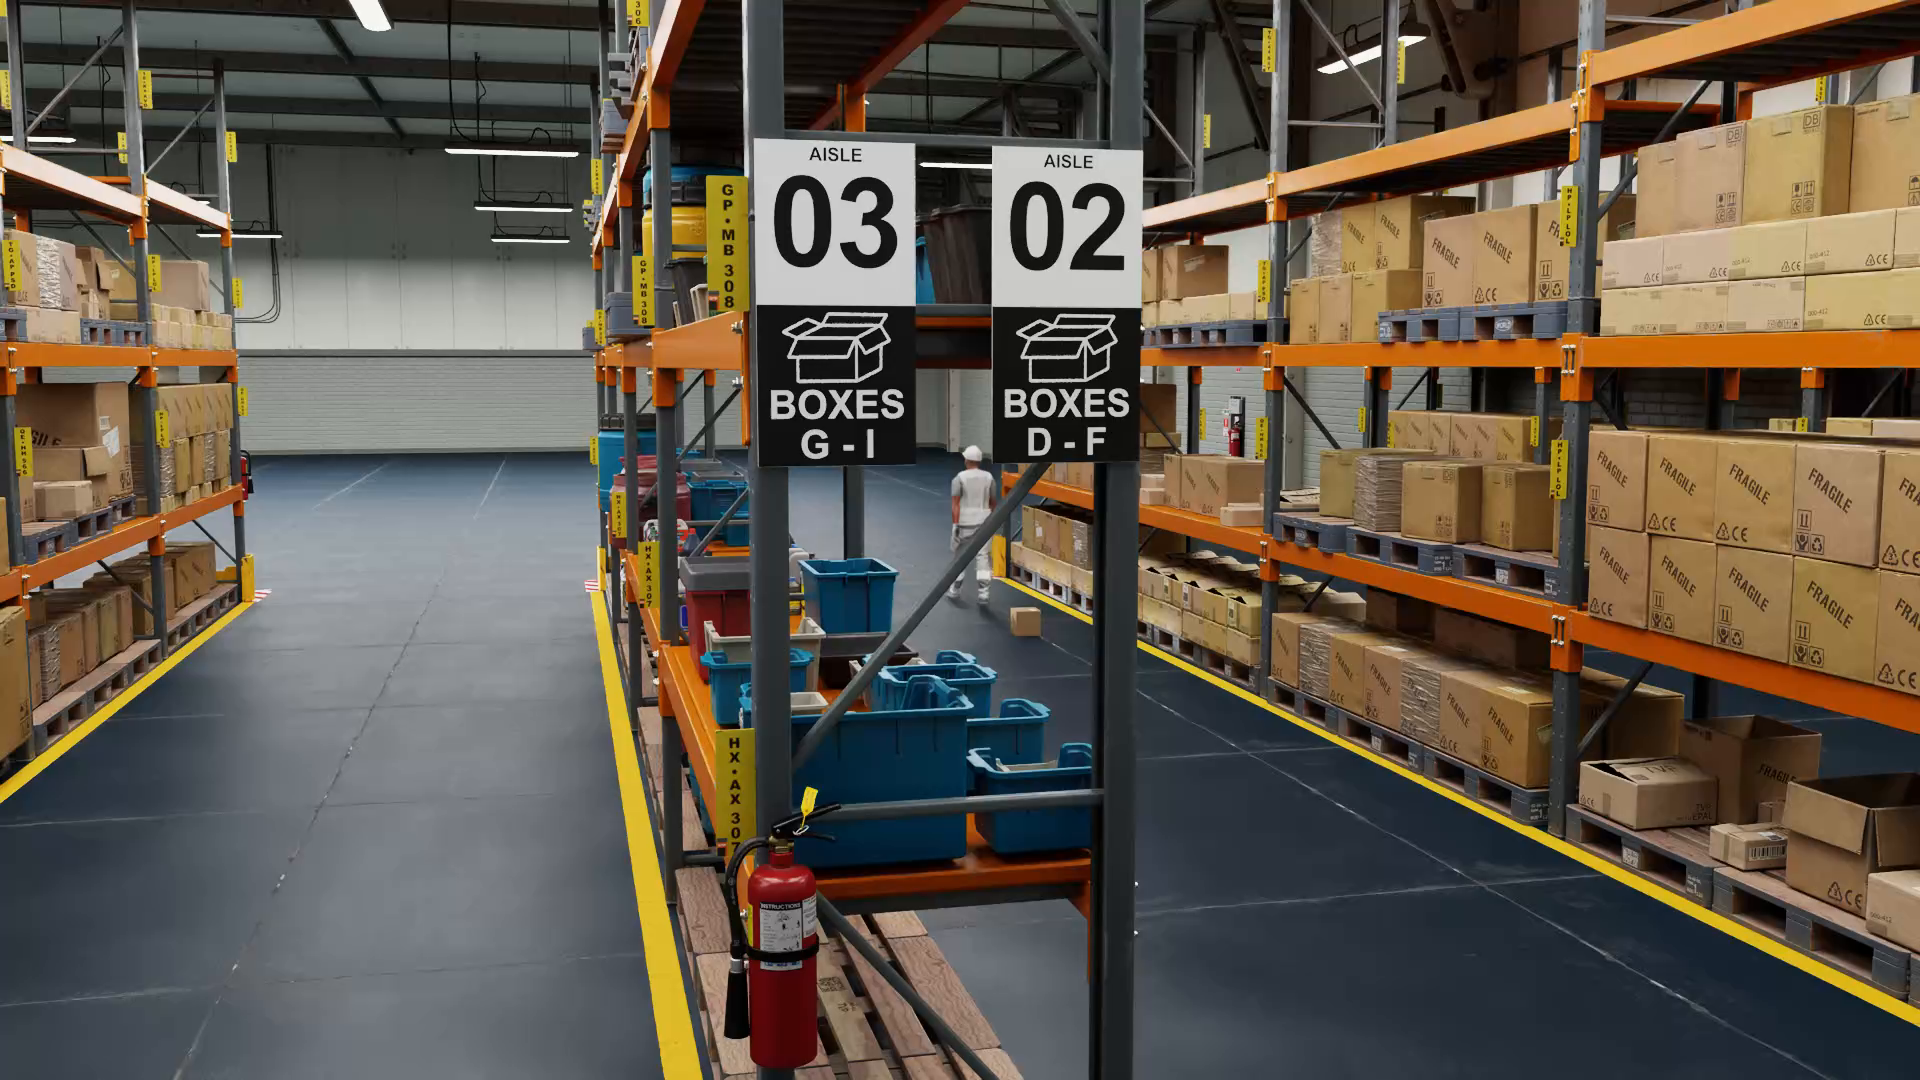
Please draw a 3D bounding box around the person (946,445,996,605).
[{"bbox_3d":[0.118,-0.188,18.360,0.540,1.725,1.031,-2,6,-15],"label":"person"}]
